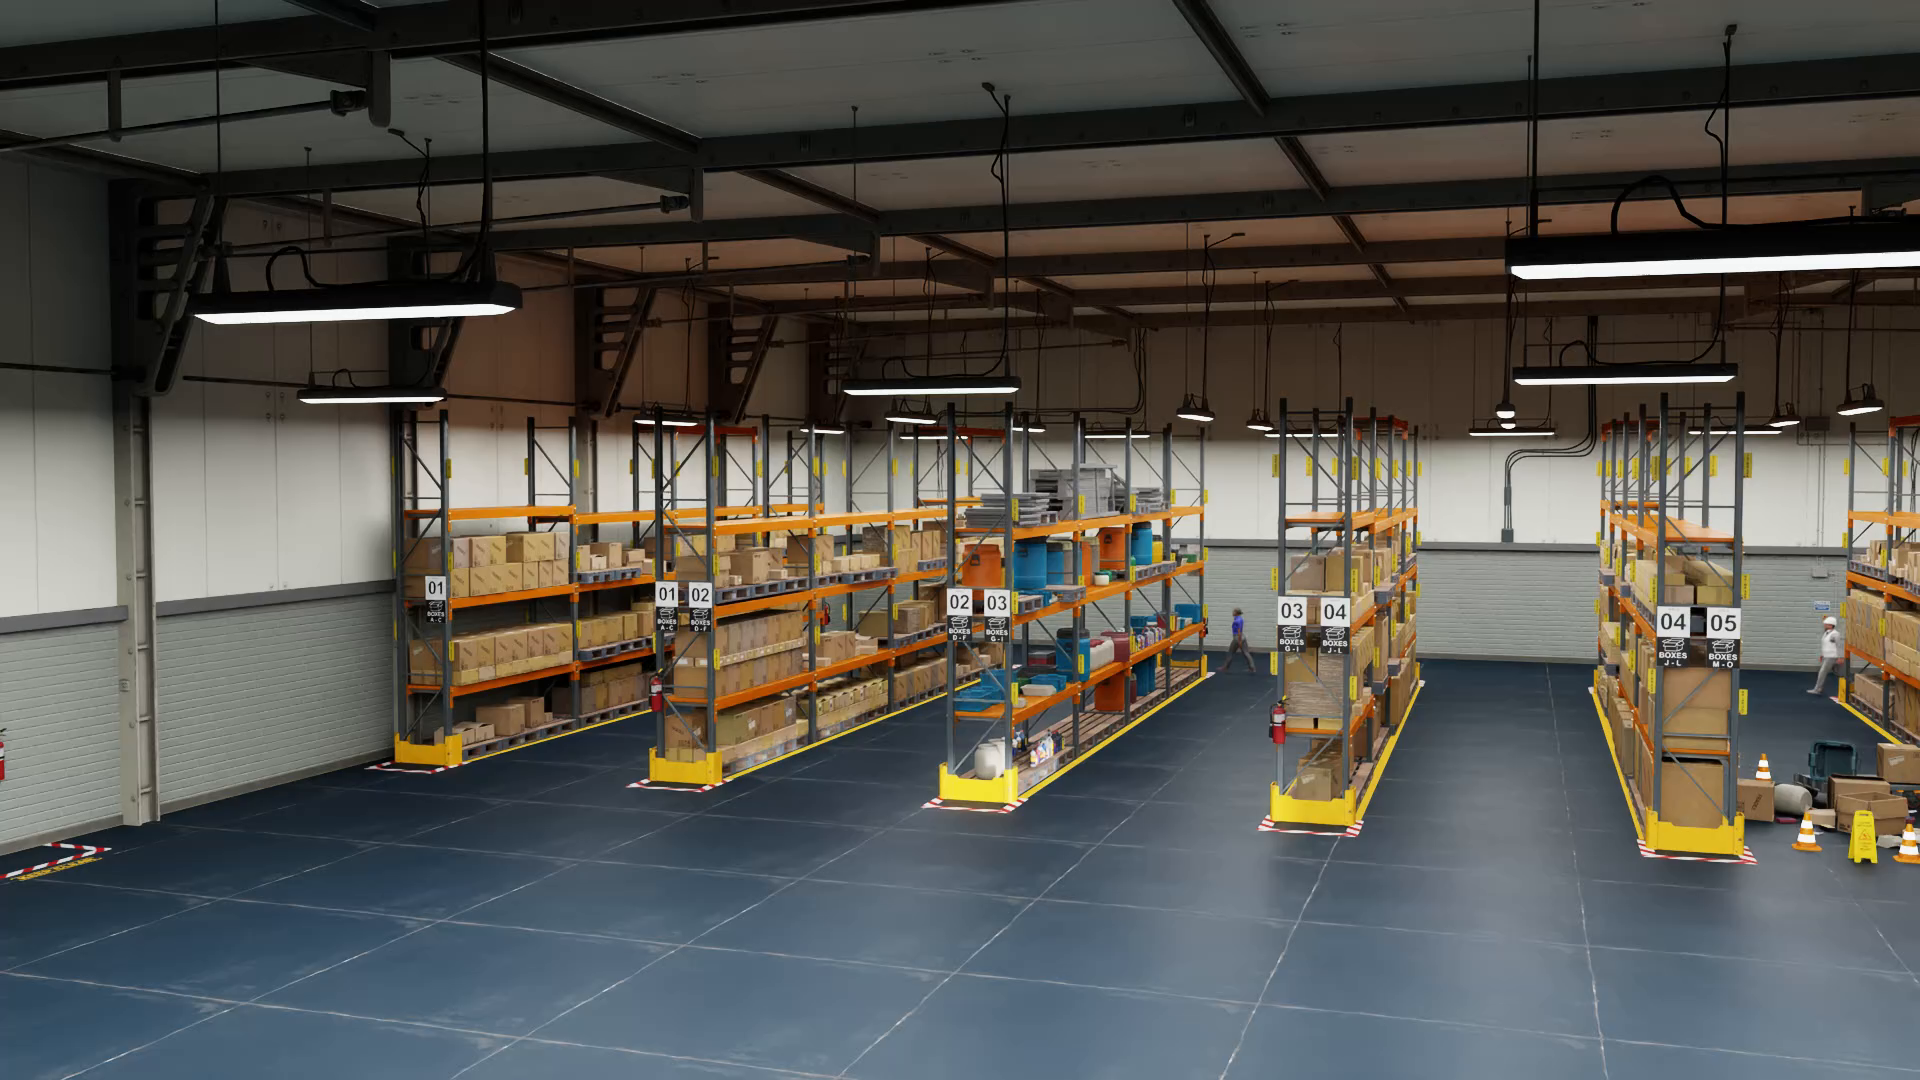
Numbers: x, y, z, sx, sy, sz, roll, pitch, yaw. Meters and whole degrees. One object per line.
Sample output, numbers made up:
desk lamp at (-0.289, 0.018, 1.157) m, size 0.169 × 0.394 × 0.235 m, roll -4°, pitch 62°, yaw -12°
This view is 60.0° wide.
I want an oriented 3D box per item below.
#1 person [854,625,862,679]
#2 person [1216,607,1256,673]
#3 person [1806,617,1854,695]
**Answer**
person at (-2.152, 2.519, 38.300) m, size 0.624 × 1.704 × 0.638 m, roll 0°, pitch 2°, yaw 7°
person at (6.797, 2.473, 40.742) m, size 1.003 × 1.503 × 0.439 m, roll 2°, pitch 3°, yaw 40°
person at (19.242, 2.563, 36.703) m, size 1.048 × 1.728 × 0.552 m, roll 1°, pitch 3°, yaw 14°
